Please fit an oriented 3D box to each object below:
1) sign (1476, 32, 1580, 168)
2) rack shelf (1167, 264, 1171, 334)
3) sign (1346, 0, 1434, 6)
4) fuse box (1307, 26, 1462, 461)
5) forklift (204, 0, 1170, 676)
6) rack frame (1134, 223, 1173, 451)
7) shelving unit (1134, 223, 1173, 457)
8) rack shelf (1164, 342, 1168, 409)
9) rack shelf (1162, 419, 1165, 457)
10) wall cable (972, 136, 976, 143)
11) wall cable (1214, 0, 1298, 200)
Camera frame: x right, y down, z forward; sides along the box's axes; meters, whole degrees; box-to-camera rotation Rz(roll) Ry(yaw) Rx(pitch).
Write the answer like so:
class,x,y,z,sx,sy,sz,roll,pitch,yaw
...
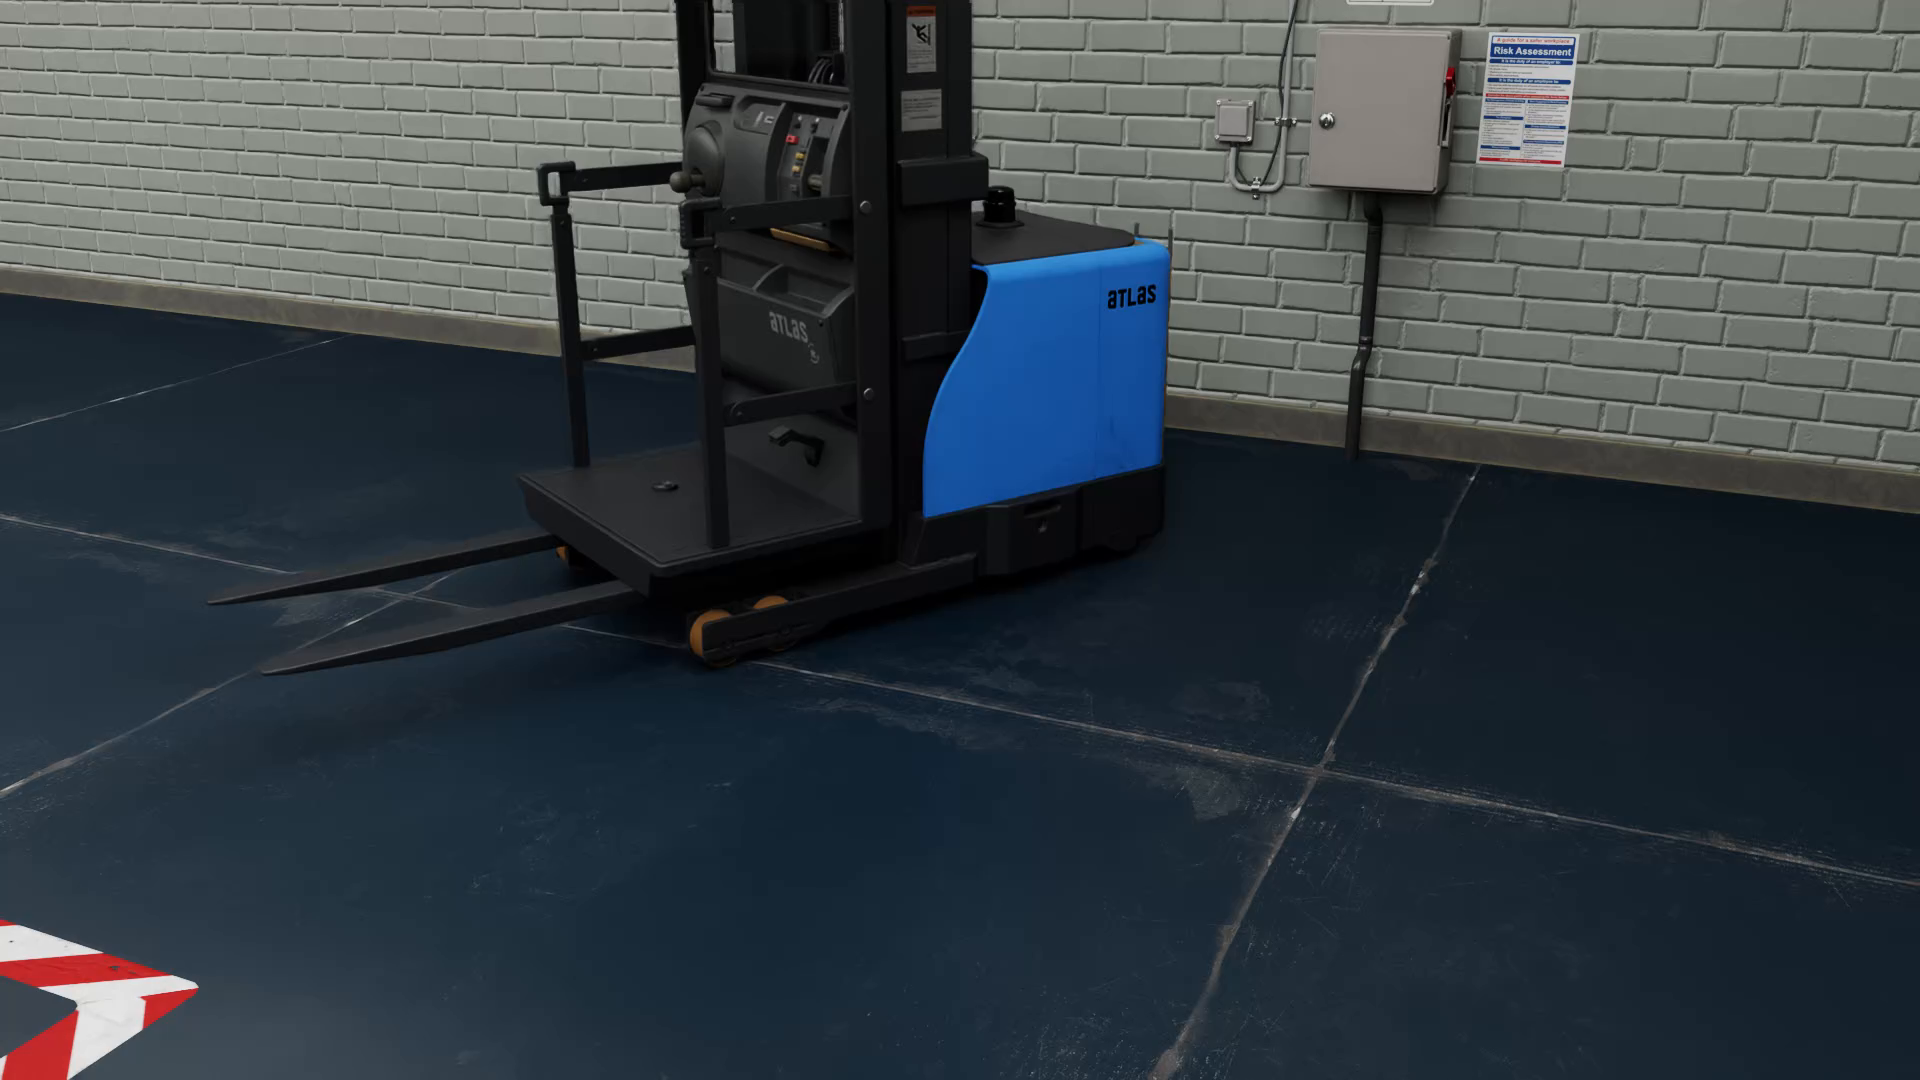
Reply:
class,x,y,z,sx,sy,sz,roll,pitch,yaw
sign,2.174,-1.688,6.381,0.329,0.494,0.001,9,21,23
rack shelf,0.604,-0.880,6.061,0.240,0.259,0.215,-13,24,-33
sign,1.673,-2.198,6.439,0.339,0.242,0.001,9,21,23
fuse box,1.639,-1.131,6.594,0.539,1.711,0.414,9,21,23
forklift,-0.774,-1.207,4.989,3.031,2.935,1.130,-13,24,-33
rack frame,0.704,-0.646,6.219,0.008,1.050,0.200,-13,24,-33
shelving unit,0.604,-0.623,6.153,0.252,1.050,0.215,-13,24,-33
rack shelf,0.604,-0.613,6.156,0.240,0.259,0.215,-13,24,-33
rack shelf,0.604,-0.351,6.249,0.240,0.259,0.215,-13,24,-33
wall cable,-0.218,-2.564,7.138,0.585,1.953,0.123,9,21,23
wall cable,1.081,-2.358,6.606,0.588,1.984,0.122,9,21,23
